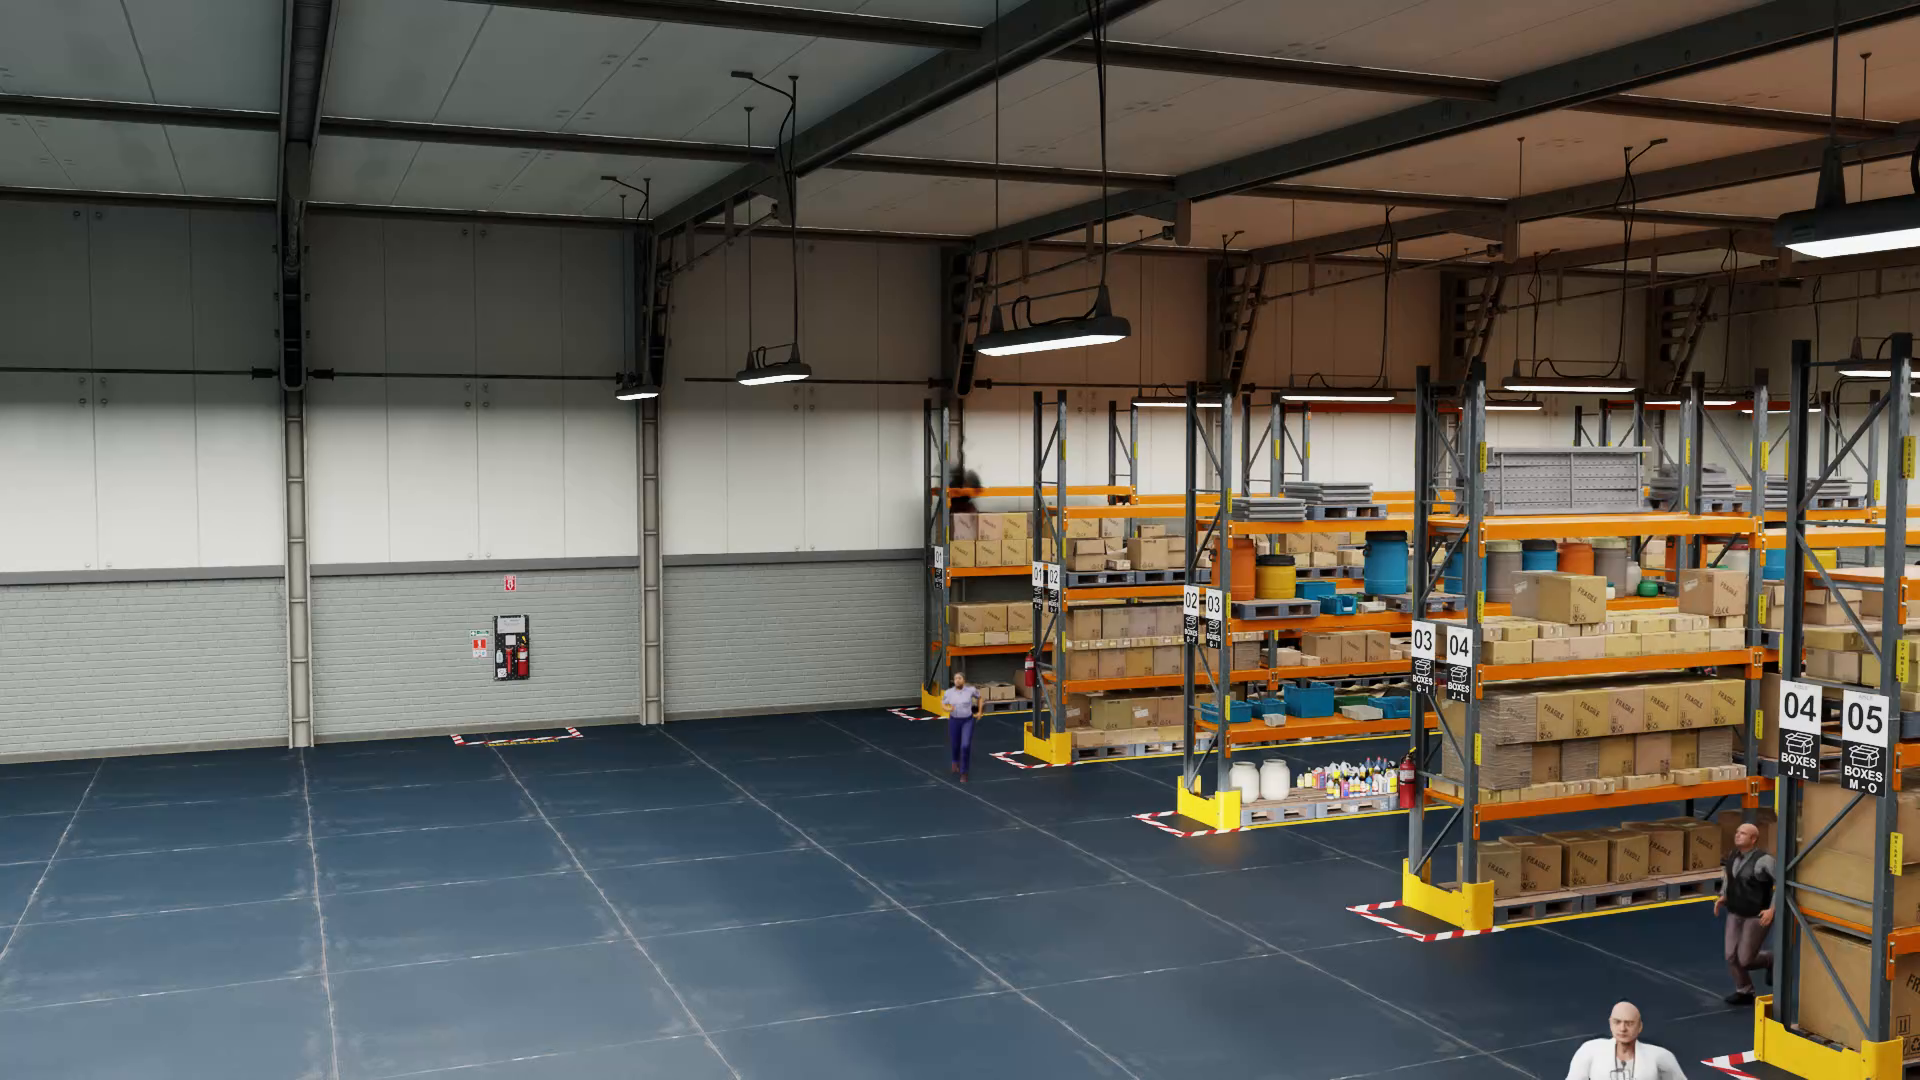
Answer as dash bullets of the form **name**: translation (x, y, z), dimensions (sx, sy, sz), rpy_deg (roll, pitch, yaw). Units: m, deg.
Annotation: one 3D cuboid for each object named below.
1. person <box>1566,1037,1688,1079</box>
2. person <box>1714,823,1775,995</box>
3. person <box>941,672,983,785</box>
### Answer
- **person**: translation (16.089, 2.675, 16.074), dimensions (17.596, 3.103, 21.726), rpy_deg (2, 4, 25)
- **person**: translation (7.274, 3.402, 15.227), dimensions (0.595, 1.616, 0.582), rpy_deg (-1, 4, -20)
- **person**: translation (0.029, 2.849, 25.512), dimensions (0.614, 1.693, 0.886), rpy_deg (0, 3, 8)
